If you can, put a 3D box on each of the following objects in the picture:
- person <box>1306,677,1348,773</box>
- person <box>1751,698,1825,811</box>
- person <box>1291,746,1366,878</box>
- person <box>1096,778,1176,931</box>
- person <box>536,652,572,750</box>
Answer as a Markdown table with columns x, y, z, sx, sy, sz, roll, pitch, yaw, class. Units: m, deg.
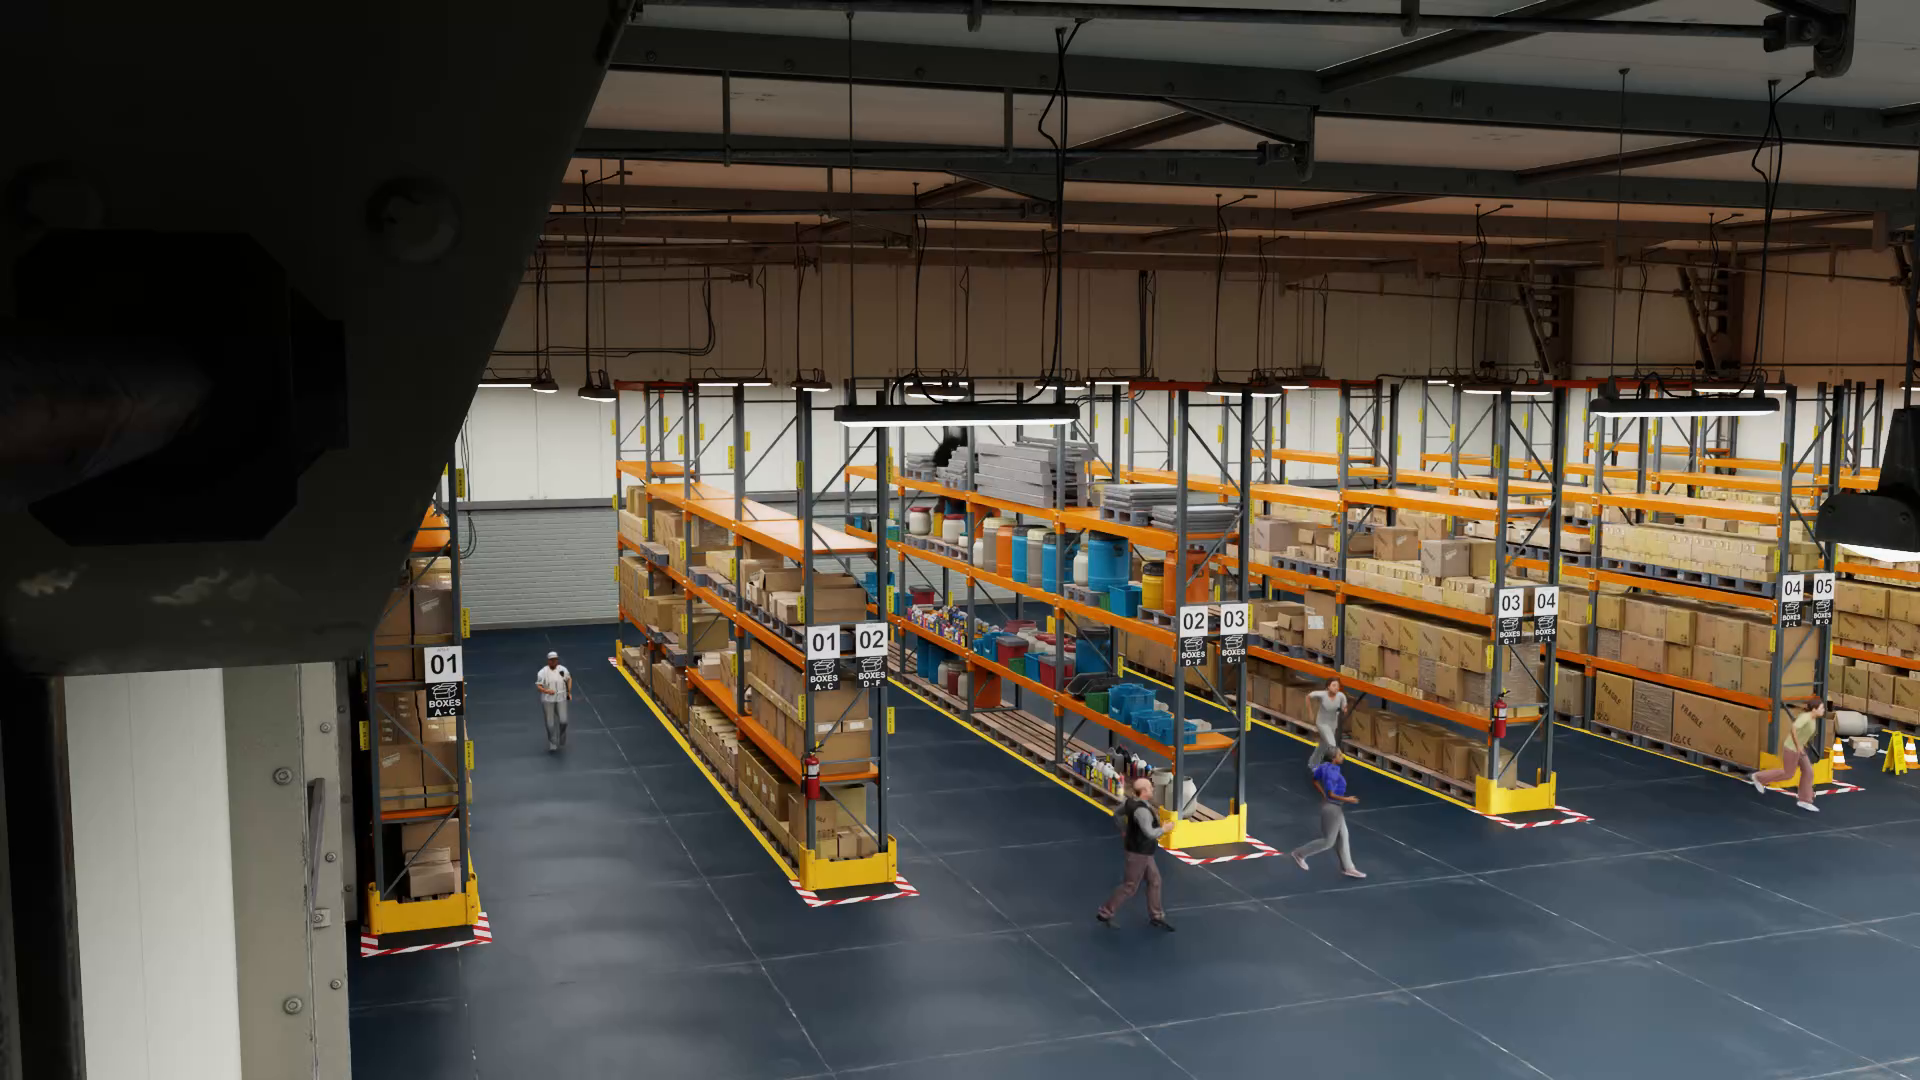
| x | y | z | sx | sy | sz | roll | pitch | yaw | class |
| --- | --- | --- | --- | --- | --- | --- | --- | --- | --- |
| 5.542 | 2.853 | 25.240 | 0.561 | 1.652 | 0.913 | -2 | 6 | -19 | person |
| 11.891 | 3.032 | 23.890 | 0.919 | 1.618 | 0.589 | 4 | 7 | 32 | person |
| 4.548 | 3.350 | 20.471 | 0.926 | 1.652 | 0.581 | 1 | 6 | 7 | person |
| 1.963 | 3.505 | 18.469 | 0.907 | 1.753 | 0.635 | 0 | 6 | -1 | person |
| -6.625 | 2.641 | 27.234 | 0.591 | 1.629 | 0.577 | -2 | 6 | -20 | person |
